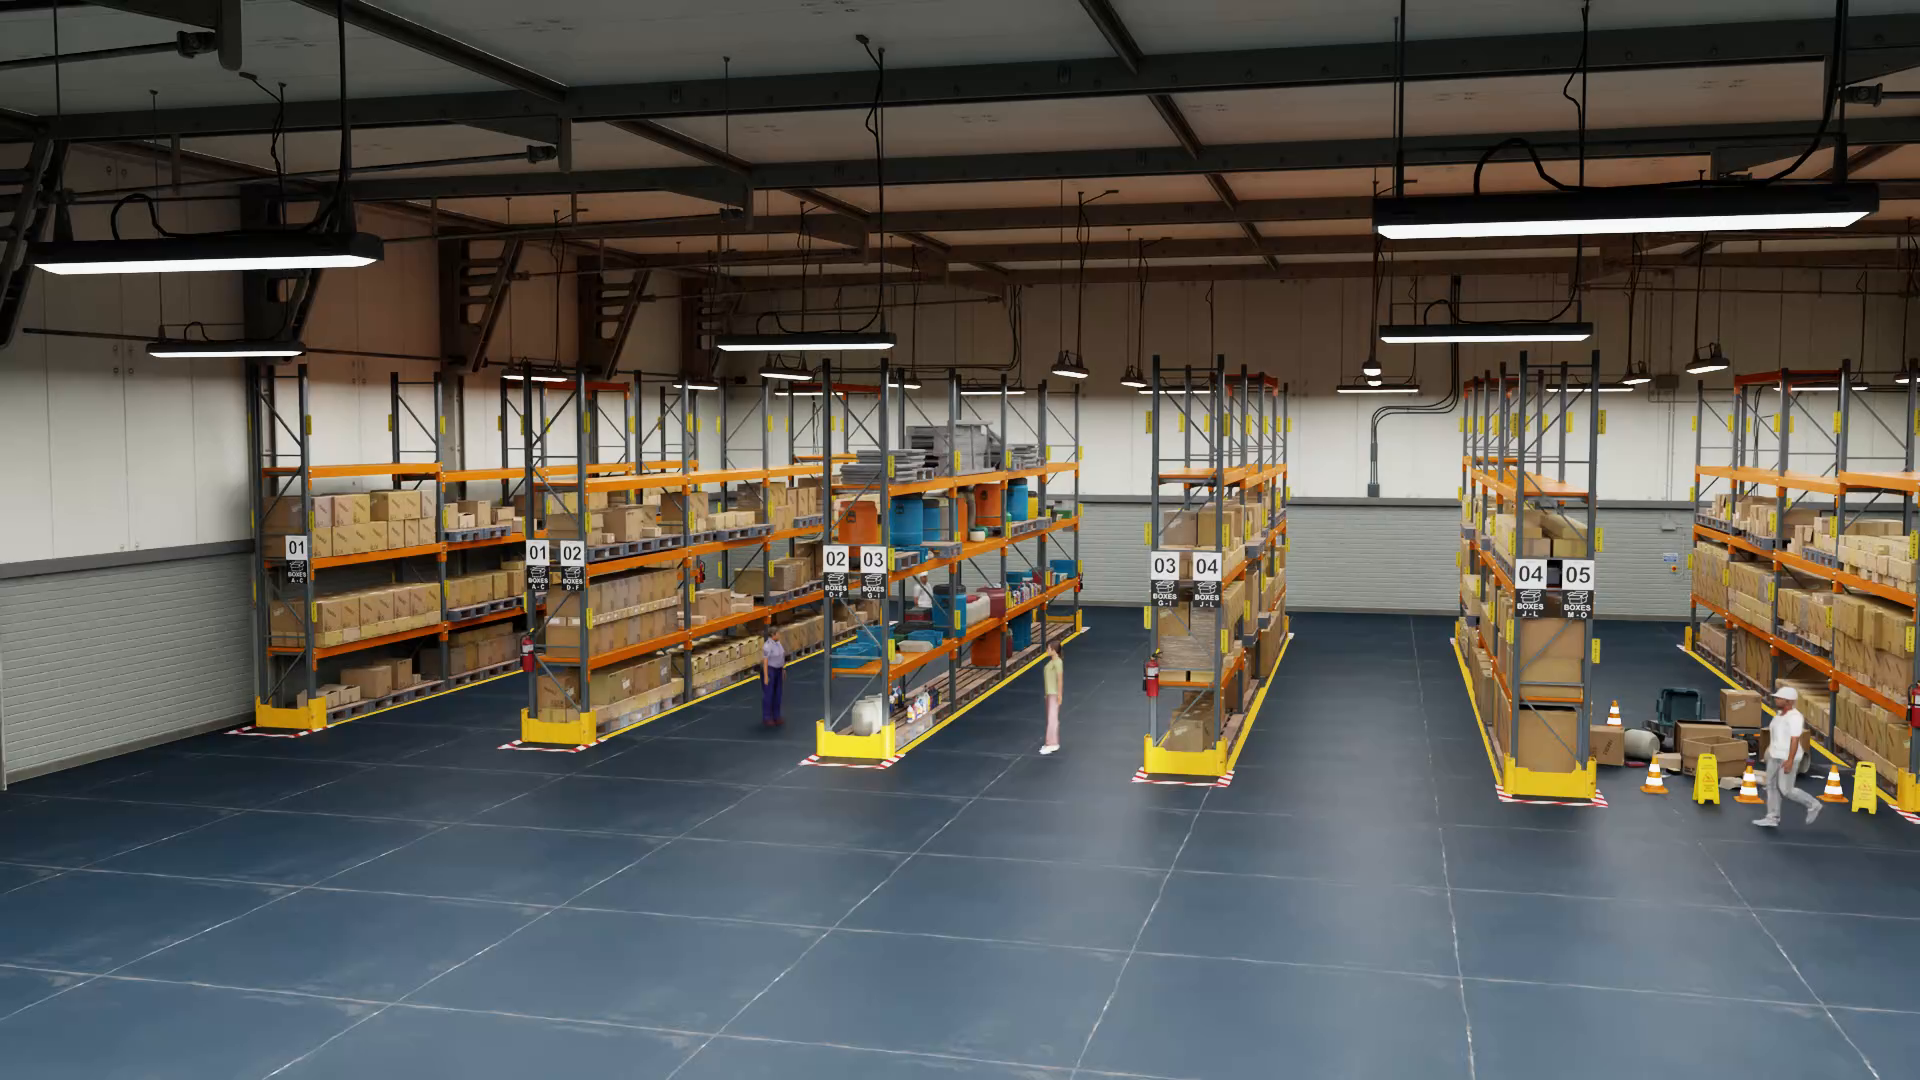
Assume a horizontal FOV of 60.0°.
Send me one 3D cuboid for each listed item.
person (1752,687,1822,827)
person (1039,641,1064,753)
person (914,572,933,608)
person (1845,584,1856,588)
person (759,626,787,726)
[{"bbox_3d":[10.277,2.696,20.619,0.753,1.760,0.550,0,4,-6],"label":"person"},{"bbox_3d":[1.404,2.403,25.606,0.465,1.683,0.590,-1,4,-7],"label":"person"},{"bbox_3d":[-0.740,1.565,36.915,0.513,1.804,0.572,2,4,28],"label":"person"},{"bbox_3d":[20.224,1.505,37.727,0.492,1.756,0.564,1,4,10],"label":"person"},{"bbox_3d":[-3.137,2.263,27.832,0.382,1.666,0.508,2,4,24],"label":"person"}]
